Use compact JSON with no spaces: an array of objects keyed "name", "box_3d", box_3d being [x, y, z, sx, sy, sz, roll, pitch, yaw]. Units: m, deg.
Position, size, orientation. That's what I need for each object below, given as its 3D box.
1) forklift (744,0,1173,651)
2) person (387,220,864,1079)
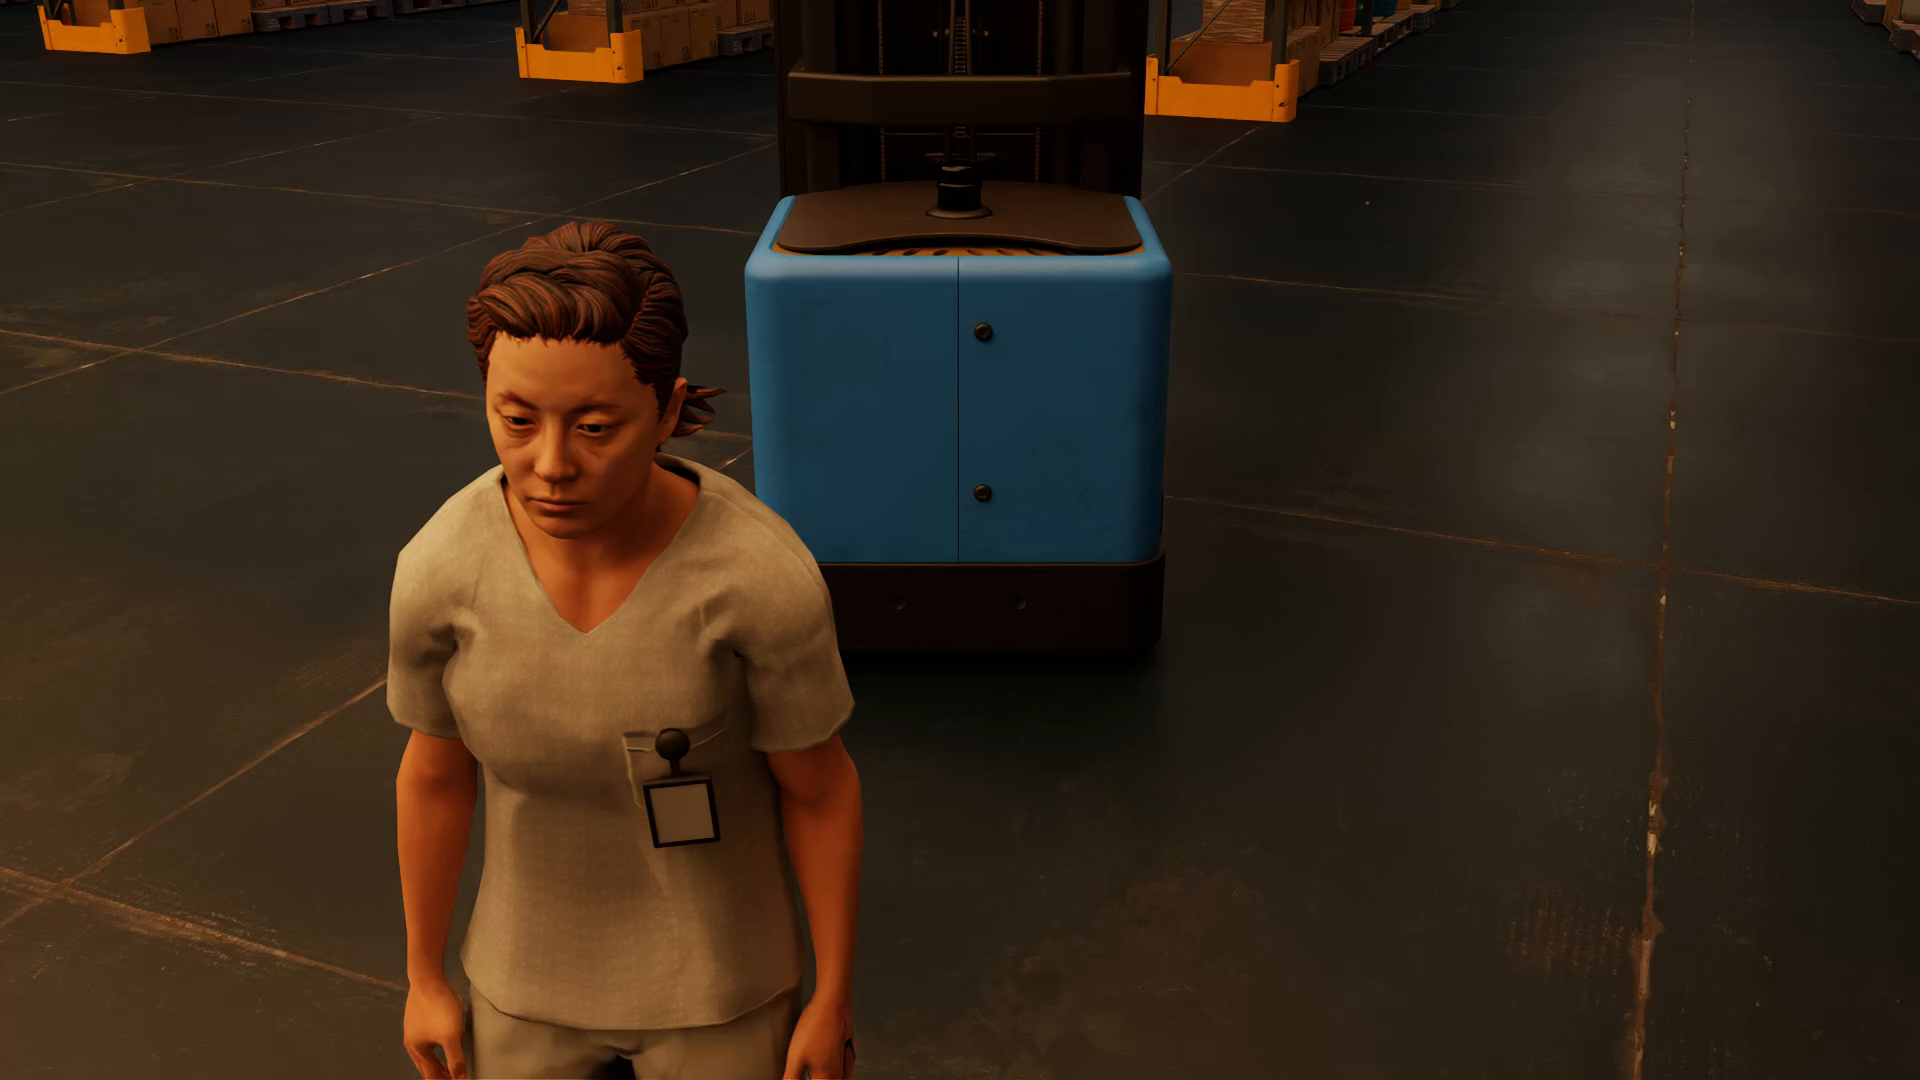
[{"name":"forklift","box_3d":[0.002,-1.587,5.089,1.130,2.935,3.031,0,23,0]},{"name":"person","box_3d":[-0.355,0.487,1.761,0.507,1.671,0.365,2,23,4]}]
